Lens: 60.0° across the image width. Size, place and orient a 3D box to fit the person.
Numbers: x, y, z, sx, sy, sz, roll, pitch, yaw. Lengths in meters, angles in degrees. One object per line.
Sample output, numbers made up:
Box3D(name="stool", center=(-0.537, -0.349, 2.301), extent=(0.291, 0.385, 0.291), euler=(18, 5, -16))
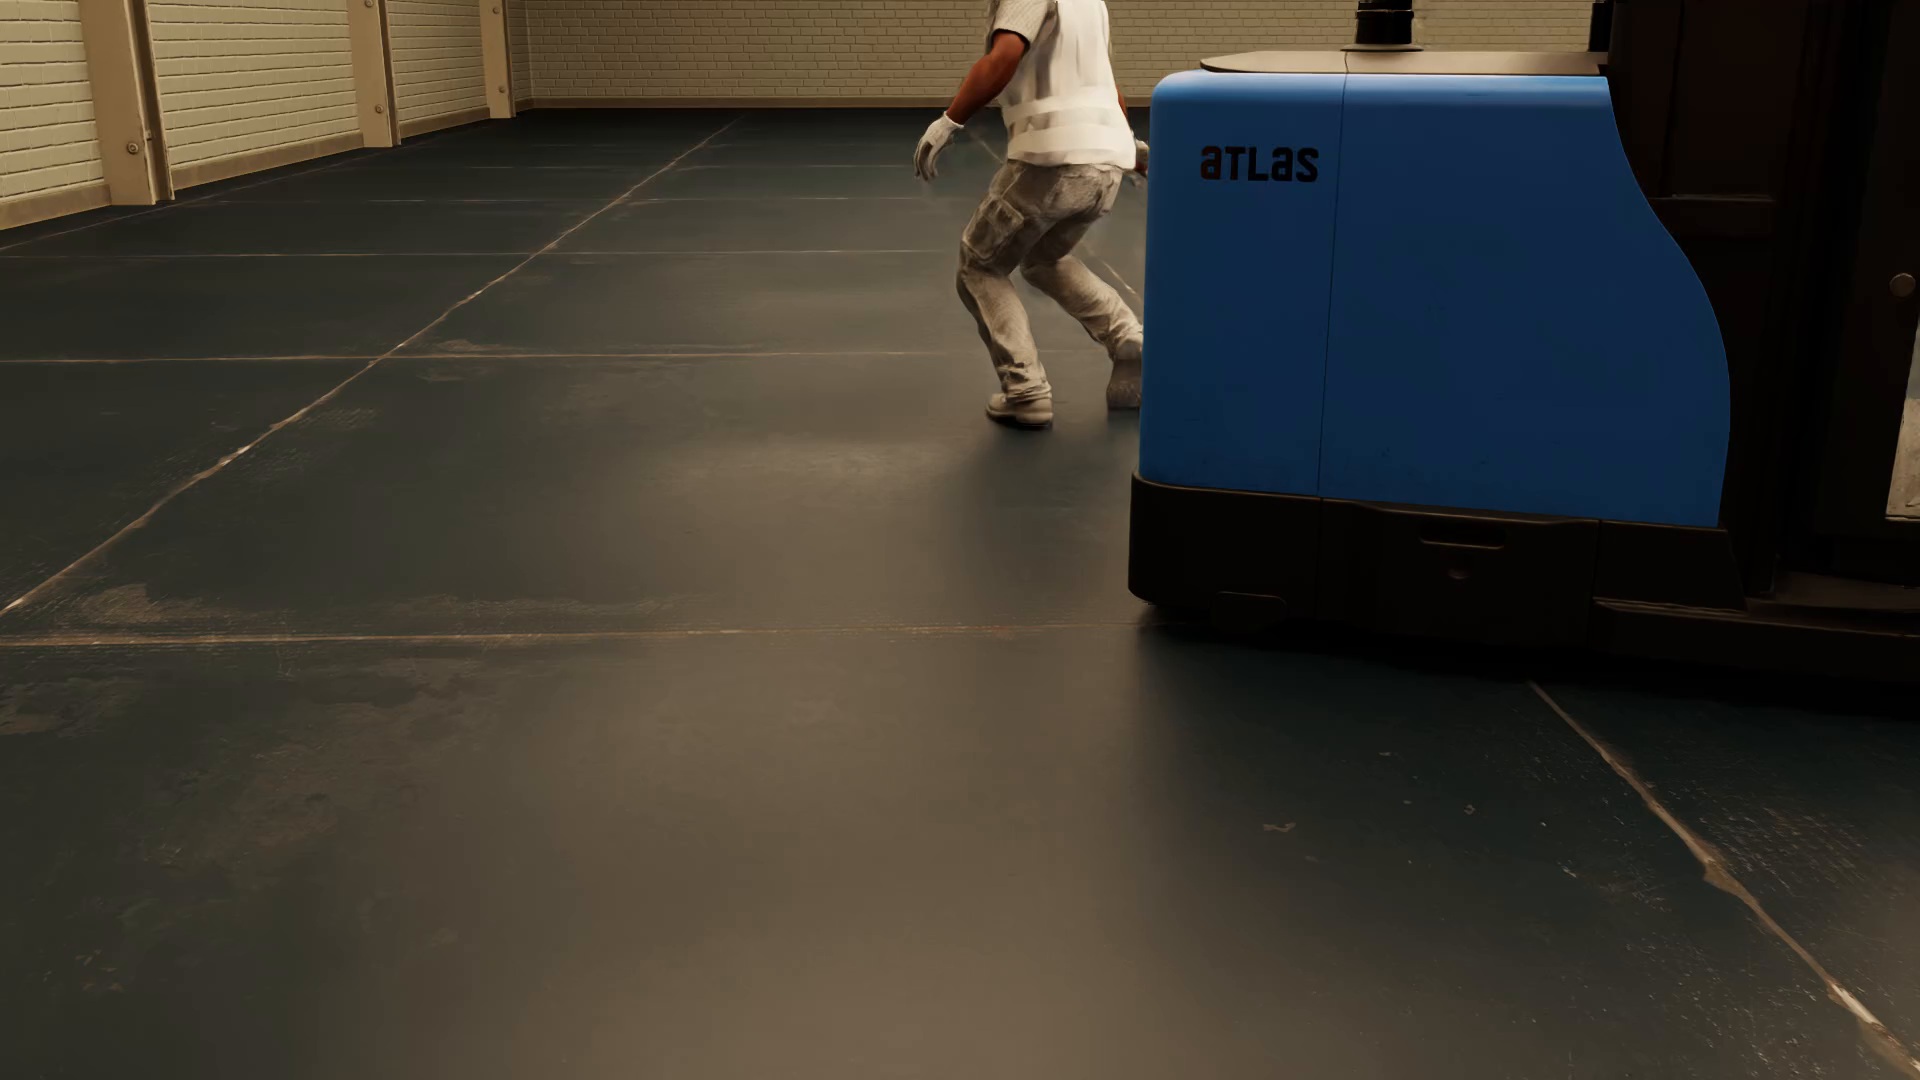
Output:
Box3D(name="person", center=(0.306, -1.156, 5.070), extent=(0.540, 1.625, 1.015), euler=(12, 21, 34))

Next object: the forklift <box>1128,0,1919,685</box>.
Box3D(name="forklift", center=(1.914, -1.228, 2.922), extent=(3.031, 2.935, 1.130), euler=(5, 18, 16))
